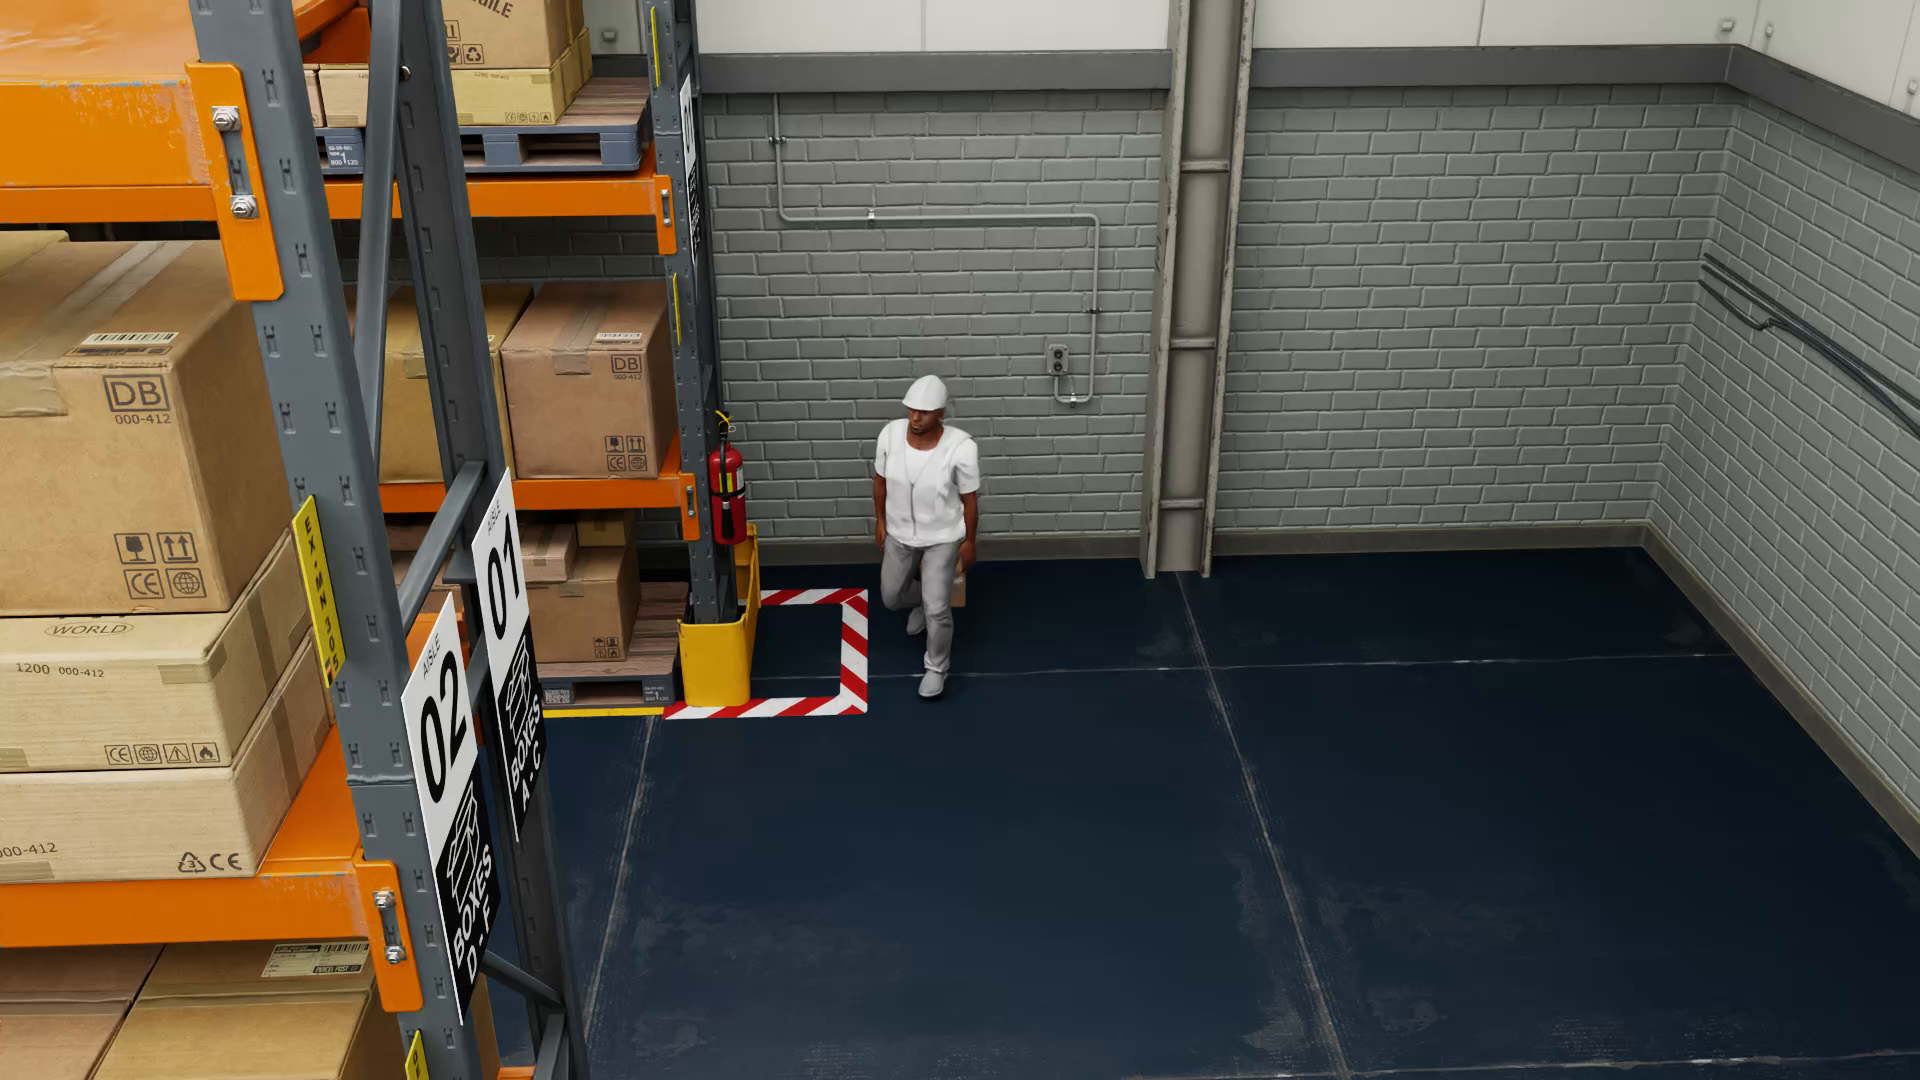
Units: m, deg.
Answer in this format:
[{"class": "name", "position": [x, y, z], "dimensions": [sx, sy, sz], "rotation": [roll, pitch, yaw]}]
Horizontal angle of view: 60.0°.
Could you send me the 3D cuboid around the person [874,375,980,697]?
[{"class": "person", "position": [-0.157, -0.078, 8.717], "dimensions": [0.582, 1.753, 0.680], "rotation": [10, 29, 19]}]
